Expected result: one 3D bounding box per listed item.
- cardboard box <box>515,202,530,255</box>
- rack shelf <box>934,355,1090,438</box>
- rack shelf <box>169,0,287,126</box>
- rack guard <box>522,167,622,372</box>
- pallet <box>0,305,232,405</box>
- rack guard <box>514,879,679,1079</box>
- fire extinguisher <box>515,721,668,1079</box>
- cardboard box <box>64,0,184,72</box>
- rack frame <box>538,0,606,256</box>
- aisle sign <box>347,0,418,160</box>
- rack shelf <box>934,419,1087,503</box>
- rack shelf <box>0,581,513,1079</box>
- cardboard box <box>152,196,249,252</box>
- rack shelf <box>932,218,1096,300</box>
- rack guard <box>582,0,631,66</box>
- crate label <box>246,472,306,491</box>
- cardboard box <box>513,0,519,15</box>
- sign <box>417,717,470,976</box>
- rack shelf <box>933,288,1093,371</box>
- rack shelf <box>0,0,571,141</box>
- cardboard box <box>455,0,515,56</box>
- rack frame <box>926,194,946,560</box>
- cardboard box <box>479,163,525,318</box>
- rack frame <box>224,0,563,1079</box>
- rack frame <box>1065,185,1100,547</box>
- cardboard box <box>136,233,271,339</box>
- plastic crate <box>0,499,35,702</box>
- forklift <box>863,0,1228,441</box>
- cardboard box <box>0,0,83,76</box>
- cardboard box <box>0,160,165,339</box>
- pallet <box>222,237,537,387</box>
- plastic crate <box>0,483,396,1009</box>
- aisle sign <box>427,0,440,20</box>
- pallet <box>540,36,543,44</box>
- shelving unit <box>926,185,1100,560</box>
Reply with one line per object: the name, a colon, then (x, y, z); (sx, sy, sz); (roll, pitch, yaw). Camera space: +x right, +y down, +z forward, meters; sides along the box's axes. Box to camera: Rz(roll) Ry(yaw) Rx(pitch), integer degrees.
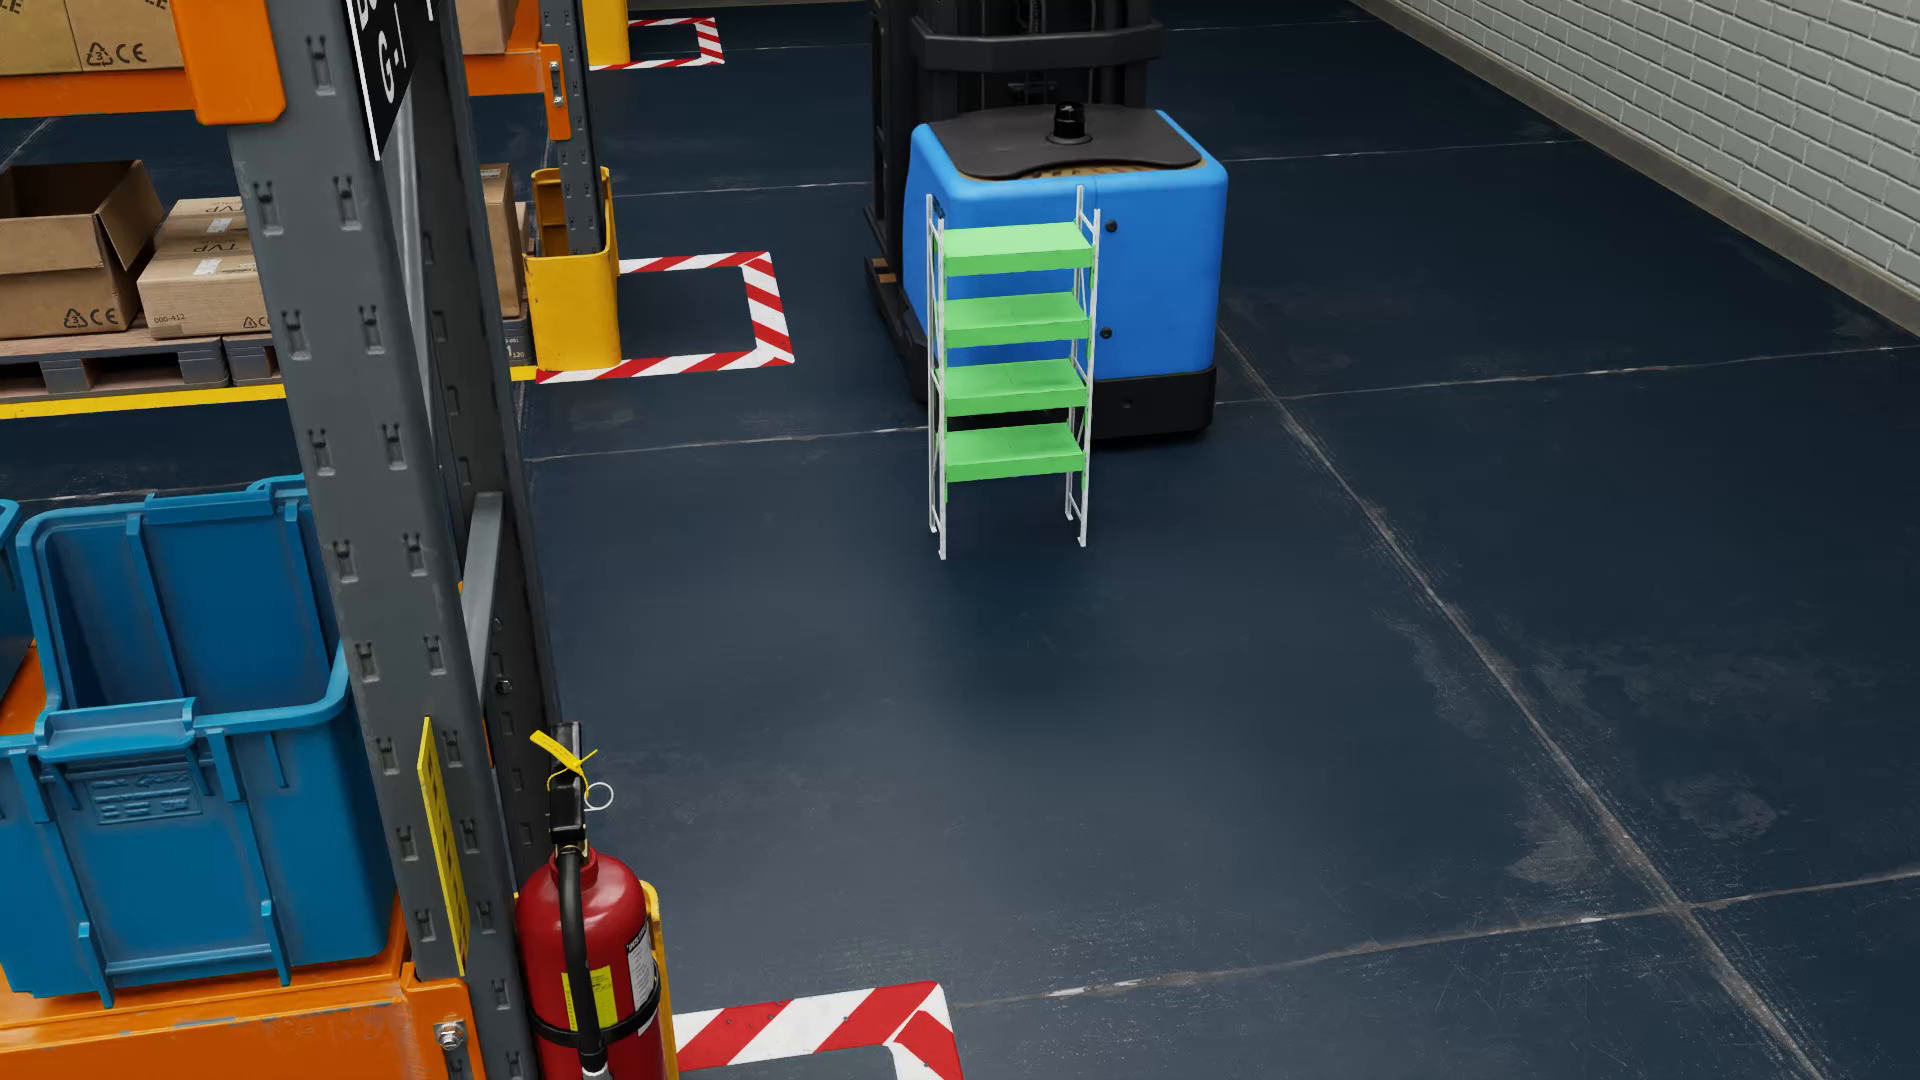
cardboard box: (-2.095, -1.395, 7.541); (0.250, 0.149, 0.380); (-5, 31, -9)
rack shelf: (0.163, -0.477, 5.504); (0.480, 0.148, 0.258); (-5, 31, -9)
rack shelf: (-2.700, -0.631, 1.615); (4.000, 0.370, 1.077); (-5, 31, -9)
rack guard: (-1.696, -1.216, 7.326); (0.348, 0.500, 1.175); (-5, 31, -9)
pallet: (-3.678, -0.909, 7.088); (1.213, 0.211, 1.003); (-5, 31, -9)
rack guard: (-0.712, 1.238, 3.151); (0.348, 0.500, 1.175); (-5, 31, -9)
fire extinguisher: (-0.503, 0.576, 2.255); (0.183, 0.674, 0.296); (-5, 31, -9)
cardboard box: (-3.015, -2.075, 6.222); (0.500, 0.500, 0.500); (-5, 31, -9)
rack frame: (-1.622, -2.301, 6.704); (0.127, 3.000, 1.000); (-5, 31, -9)
aisle sign: (-0.610, -0.812, 1.607); (0.004, 0.787, 0.394); (-5, 31, -9)
rack shelf: (0.163, -0.270, 5.626); (0.480, 0.148, 0.258); (-5, 31, -9)
rack shelf: (-2.700, 0.662, 2.375); (4.000, 0.370, 1.077); (-5, 31, -9)
cardboard box: (-3.191, -1.306, 7.290); (0.500, 0.250, 0.500); (-5, 31, -9)
rack shelf: (0.163, -0.891, 5.261); (0.480, 0.148, 0.258); (-5, 31, -9)
rack guard: (-2.494, -3.695, 11.541); (0.348, 0.500, 1.175); (-5, 31, -9)
crate label: (-1.035, 0.074, 2.771); (0.303, 0.233, 0.416); (-5, 31, -9)
cardboard box: (-2.106, -2.435, 6.833); (0.500, 0.500, 0.500); (-5, 31, -8)
sign: (-0.618, 0.372, 1.998); (0.005, 0.325, 0.100); (-5, 31, -9)
rack shelf: (0.163, -0.684, 5.382); (0.480, 0.148, 0.258); (-5, 31, -9)
rack shelf: (-3.589, -1.808, 6.576); (4.000, 0.370, 1.077); (-5, 31, -9)
cardboard box: (-2.013, -2.167, 6.378); (0.500, 0.500, 0.500); (-4, 31, -7)
rack frame: (-0.077, -0.510, 5.434); (0.015, 1.200, 0.240); (-5, 31, -9)
cardboard box: (-2.112, -1.241, 6.933); (0.500, 0.500, 0.500); (-5, 31, -9)
rack frame: (-0.733, 0.171, 2.500); (0.053, 2.616, 0.949); (-5, 31, -9)
rack frame: (0.403, -0.555, 5.509); (0.015, 1.200, 0.240); (-5, 31, -9)
cardboard box: (-3.052, -1.061, 6.874); (0.500, 0.250, 0.500); (-5, 31, -9)
plastic crate: (-1.683, 0.134, 2.669); (0.300, 0.233, 0.416); (-5, 31, -9)
forklift: (0.176, -2.327, 6.816); (1.130, 2.935, 3.031); (-6, 31, -10)
cardboard box: (-3.510, -2.030, 6.144); (0.500, 0.500, 0.500); (-6, 31, -10)
cardboard box: (-3.709, -1.223, 6.900); (0.637, 0.503, 0.797); (-5, 31, -9)
pallet: (-2.480, -1.019, 7.274); (1.213, 0.211, 1.003); (-5, 31, -9)
plastic crate: (-1.029, 0.252, 2.269); (0.499, 0.435, 0.616); (-5, 31, -9)
aisle sign: (-0.716, -1.106, 2.107); (0.004, 0.787, 0.394); (-5, 31, -9)
pallet: (-3.290, -3.456, 11.420); (1.213, 0.211, 1.003); (-5, 31, -9)
shelving unit: (0.163, -0.532, 5.472); (0.503, 1.200, 0.258); (-5, 31, -9)
